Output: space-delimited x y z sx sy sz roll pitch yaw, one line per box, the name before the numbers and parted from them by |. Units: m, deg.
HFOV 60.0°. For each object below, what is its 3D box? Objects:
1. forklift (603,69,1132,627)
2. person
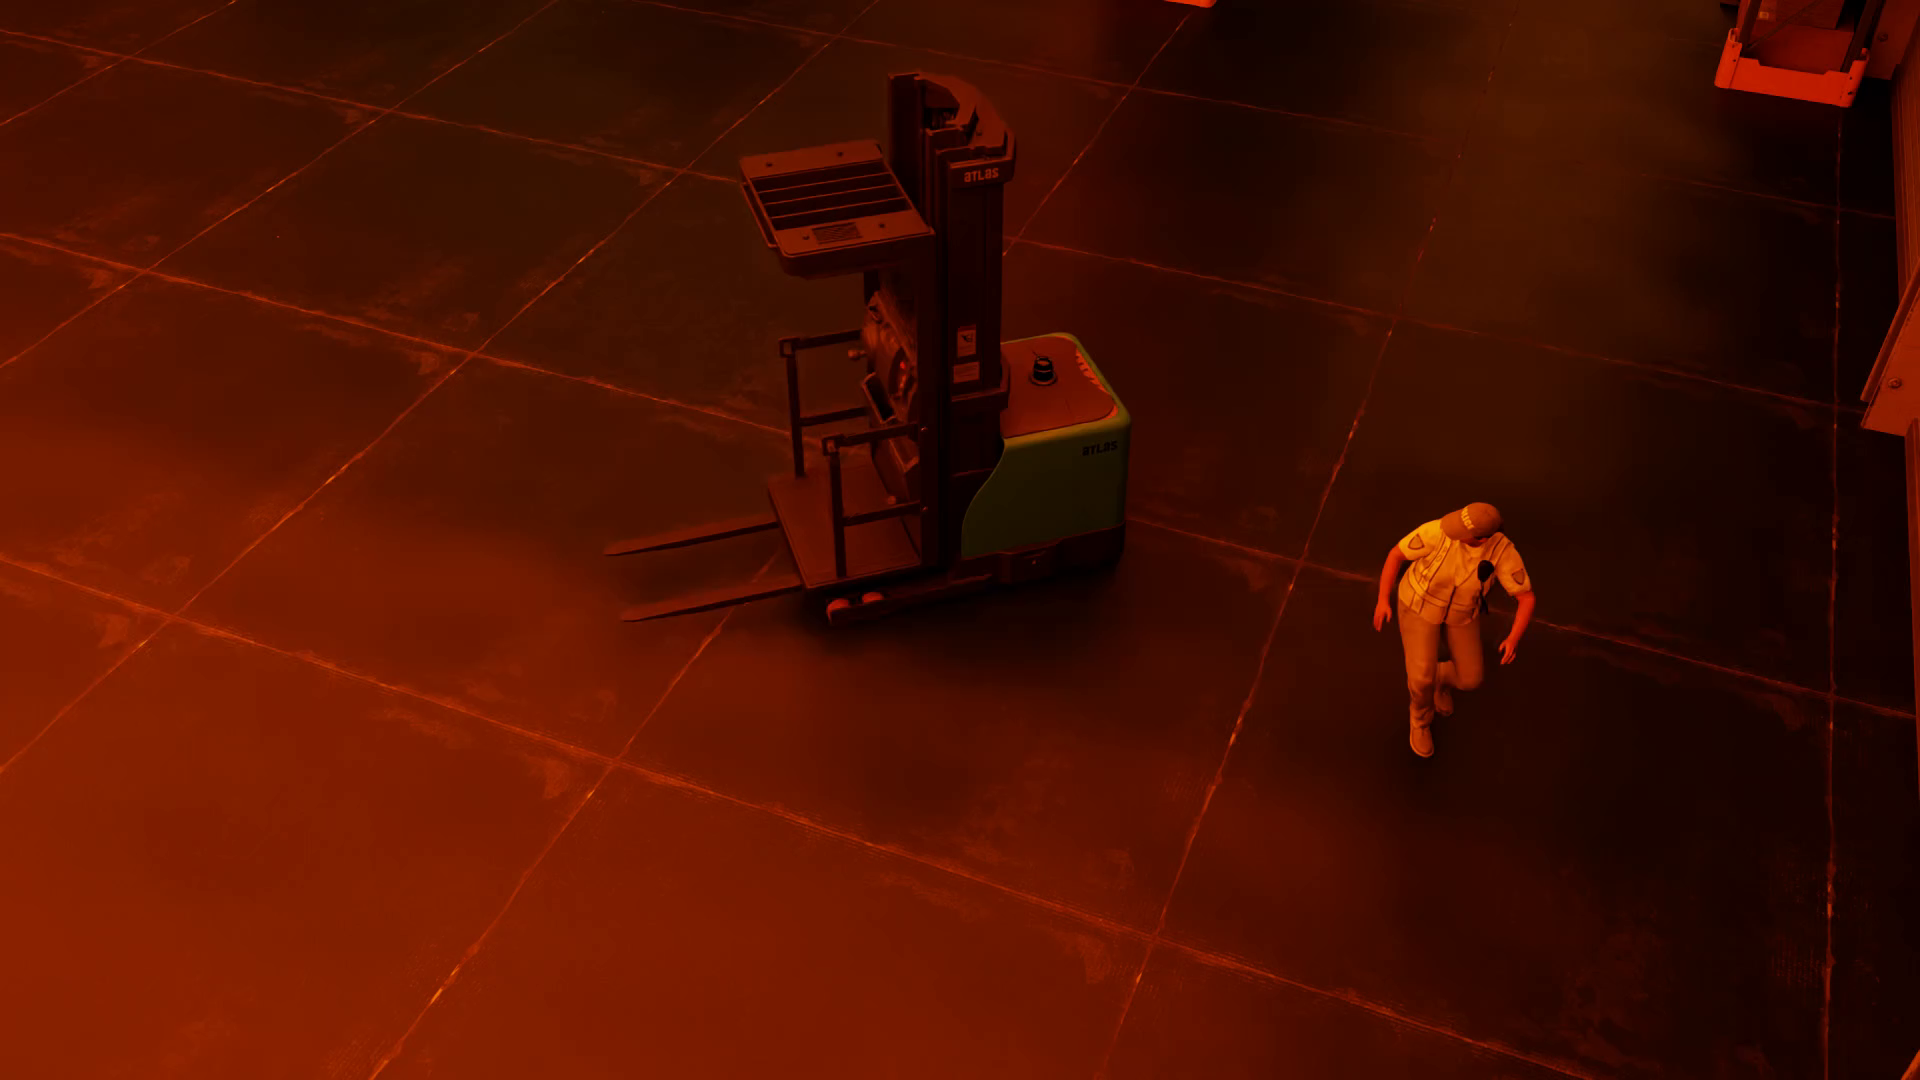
forklift | -0.580 -1.000 9.201 3.031 2.935 1.130 -12 41 -14
person | 2.505 0.443 8.550 0.779 1.555 0.744 2 40 3
